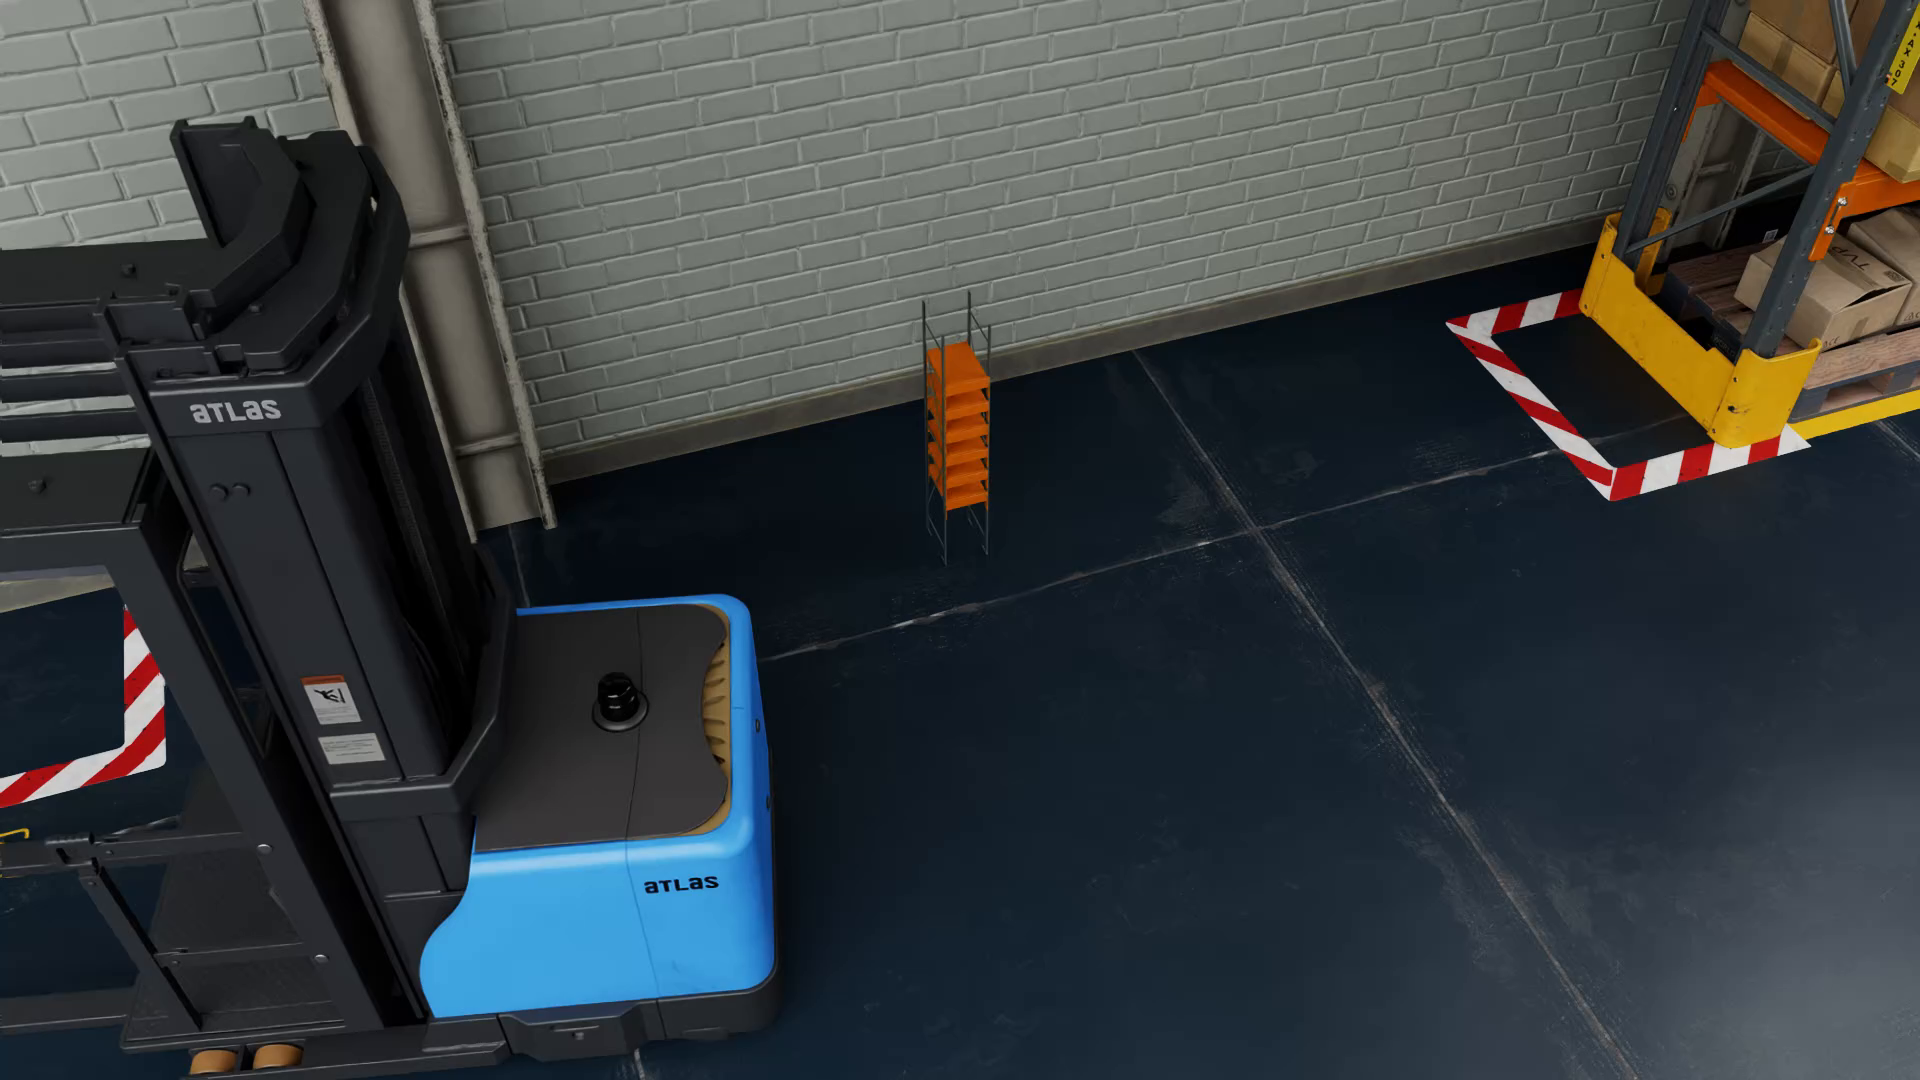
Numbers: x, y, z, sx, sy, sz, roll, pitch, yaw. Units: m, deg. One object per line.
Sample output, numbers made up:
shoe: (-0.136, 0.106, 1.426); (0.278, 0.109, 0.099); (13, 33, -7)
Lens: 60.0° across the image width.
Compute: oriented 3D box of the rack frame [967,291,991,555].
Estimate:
rack frame: (0.072, -0.442, 6.653); (0.006, 1.200, 0.240); (-14, 47, -14)

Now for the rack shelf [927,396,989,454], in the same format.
rack shelf: (-0.014, -0.473, 6.577); (0.180, 0.103, 0.258); (-14, 47, -14)

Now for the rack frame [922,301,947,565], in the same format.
rack frame: (-0.100, -0.398, 6.609); (0.006, 1.200, 0.240); (-14, 47, -14)

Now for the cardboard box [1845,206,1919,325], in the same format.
cardboard box: (4.540, -1.319, 7.844); (0.500, 0.311, 0.500); (-11, 46, -11)

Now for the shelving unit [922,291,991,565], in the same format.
shelving unit: (-0.014, -0.420, 6.631); (0.189, 1.200, 0.258); (-14, 47, -14)

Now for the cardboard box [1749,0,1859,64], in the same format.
cardboard box: (3.693, -2.343, 6.839); (0.500, 0.500, 0.500); (-15, 47, -14)

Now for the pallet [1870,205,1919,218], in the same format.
pallet: (5.315, -1.366, 8.272); (1.213, 0.211, 1.003); (-14, 47, -14)

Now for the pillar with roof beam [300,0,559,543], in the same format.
pillar with roof beam: (-0.495, -0.421, 1.126); (0.400, 9.000, 9.100); (-14, 47, -14)

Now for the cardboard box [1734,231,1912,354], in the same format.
cardboard box: (4.003, -1.182, 7.707); (0.500, 0.311, 0.500); (-19, 48, -18)

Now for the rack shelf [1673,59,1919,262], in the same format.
rack shelf: (5.203, -2.097, 7.539); (4.000, 0.370, 1.077); (-14, 47, -14)

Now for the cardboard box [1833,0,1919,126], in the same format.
cardboard box: (3.873, -2.003, 6.500); (0.500, 0.500, 0.500); (-14, 47, -14)

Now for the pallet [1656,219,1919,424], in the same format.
pallet: (4.170, -1.075, 7.982); (1.213, 0.211, 1.003); (-14, 47, -14)

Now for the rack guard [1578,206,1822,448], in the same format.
rack guard: (3.394, -1.005, 7.708); (0.348, 0.500, 1.175); (-14, 47, -14)

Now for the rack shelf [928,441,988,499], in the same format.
rack shelf: (-0.014, -0.304, 6.747); (0.180, 0.103, 0.258); (-14, 47, -14)

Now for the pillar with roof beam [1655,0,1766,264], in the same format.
pillar with roof beam: (5.149, -1.864, 2.564); (0.400, 9.000, 9.100); (-14, 47, -14)

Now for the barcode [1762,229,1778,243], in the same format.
barcode: (3.885, -1.456, 7.974); (0.075, 0.075, 0.001); (-14, 47, -14)

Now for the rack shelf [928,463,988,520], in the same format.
rack shelf: (-0.014, -0.219, 6.832); (0.180, 0.103, 0.258); (-14, 47, -14)

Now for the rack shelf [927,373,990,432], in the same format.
rack shelf: (-0.014, -0.558, 6.492); (0.180, 0.103, 0.258); (-14, 47, -14)

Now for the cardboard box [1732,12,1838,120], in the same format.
cardboard box: (3.696, -2.065, 7.092); (0.500, 0.250, 0.500); (-14, 47, -13)

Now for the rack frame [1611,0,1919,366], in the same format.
rack frame: (3.322, -1.870, 6.805); (0.127, 3.000, 1.000); (-14, 47, -14)

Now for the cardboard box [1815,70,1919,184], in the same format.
cardboard box: (3.889, -1.730, 6.757); (0.500, 0.250, 0.500); (-16, 47, -15)

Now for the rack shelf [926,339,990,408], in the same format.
rack shelf: (-0.014, -0.643, 6.407); (0.180, 0.103, 0.258); (-14, 47, -14)

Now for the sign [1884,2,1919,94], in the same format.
sign: (3.507, -1.814, 6.138); (0.005, 0.325, 0.100); (-14, 47, -14)

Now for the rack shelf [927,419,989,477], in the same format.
rack shelf: (-0.014, -0.389, 6.662); (0.180, 0.103, 0.258); (-14, 47, -14)

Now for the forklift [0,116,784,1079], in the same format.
forklift: (-2.129, 0.338, 4.653); (3.031, 2.935, 1.130); (-4, 45, -4)
